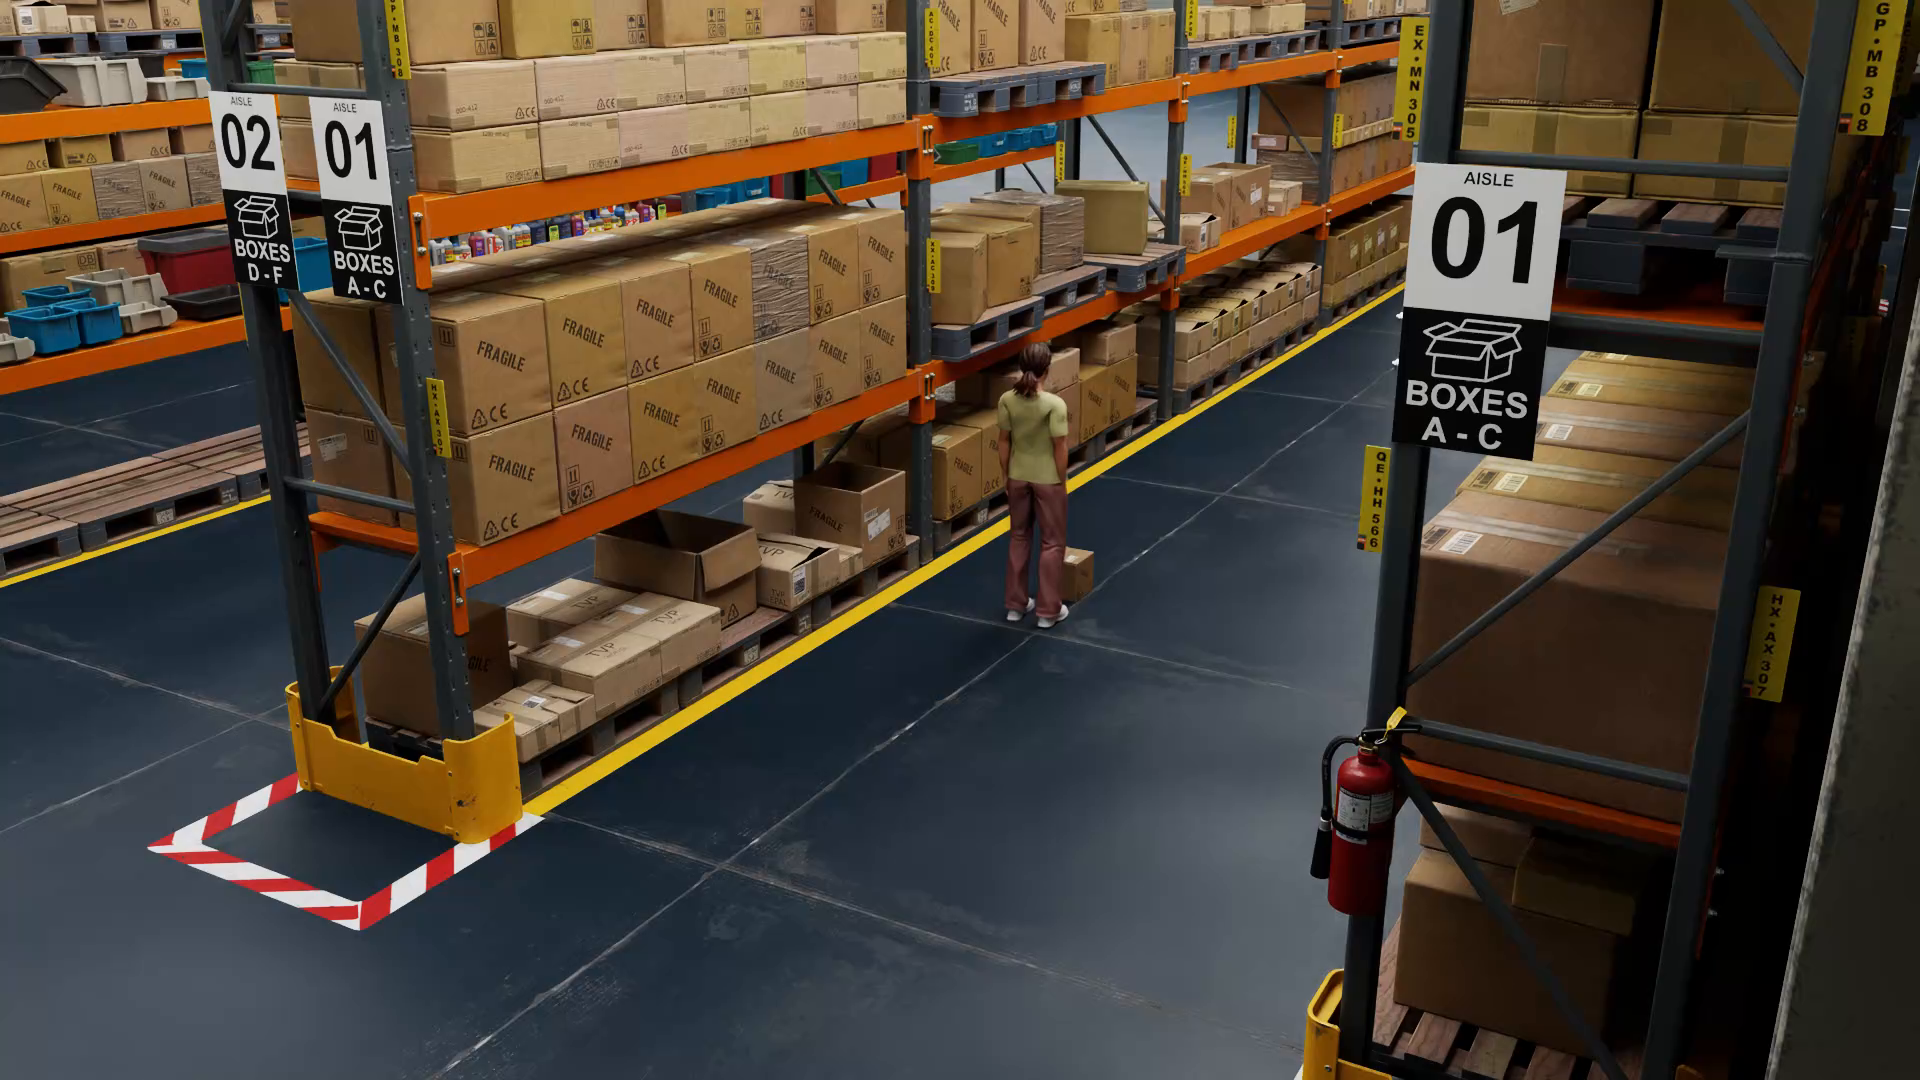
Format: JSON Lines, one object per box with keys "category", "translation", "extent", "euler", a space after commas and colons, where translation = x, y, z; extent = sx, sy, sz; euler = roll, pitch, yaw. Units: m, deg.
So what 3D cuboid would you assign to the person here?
{"category": "person", "translation": [0.428, -0.321, 9.599], "extent": [0.442, 1.670, 0.364], "euler": [10, 22, 26]}
